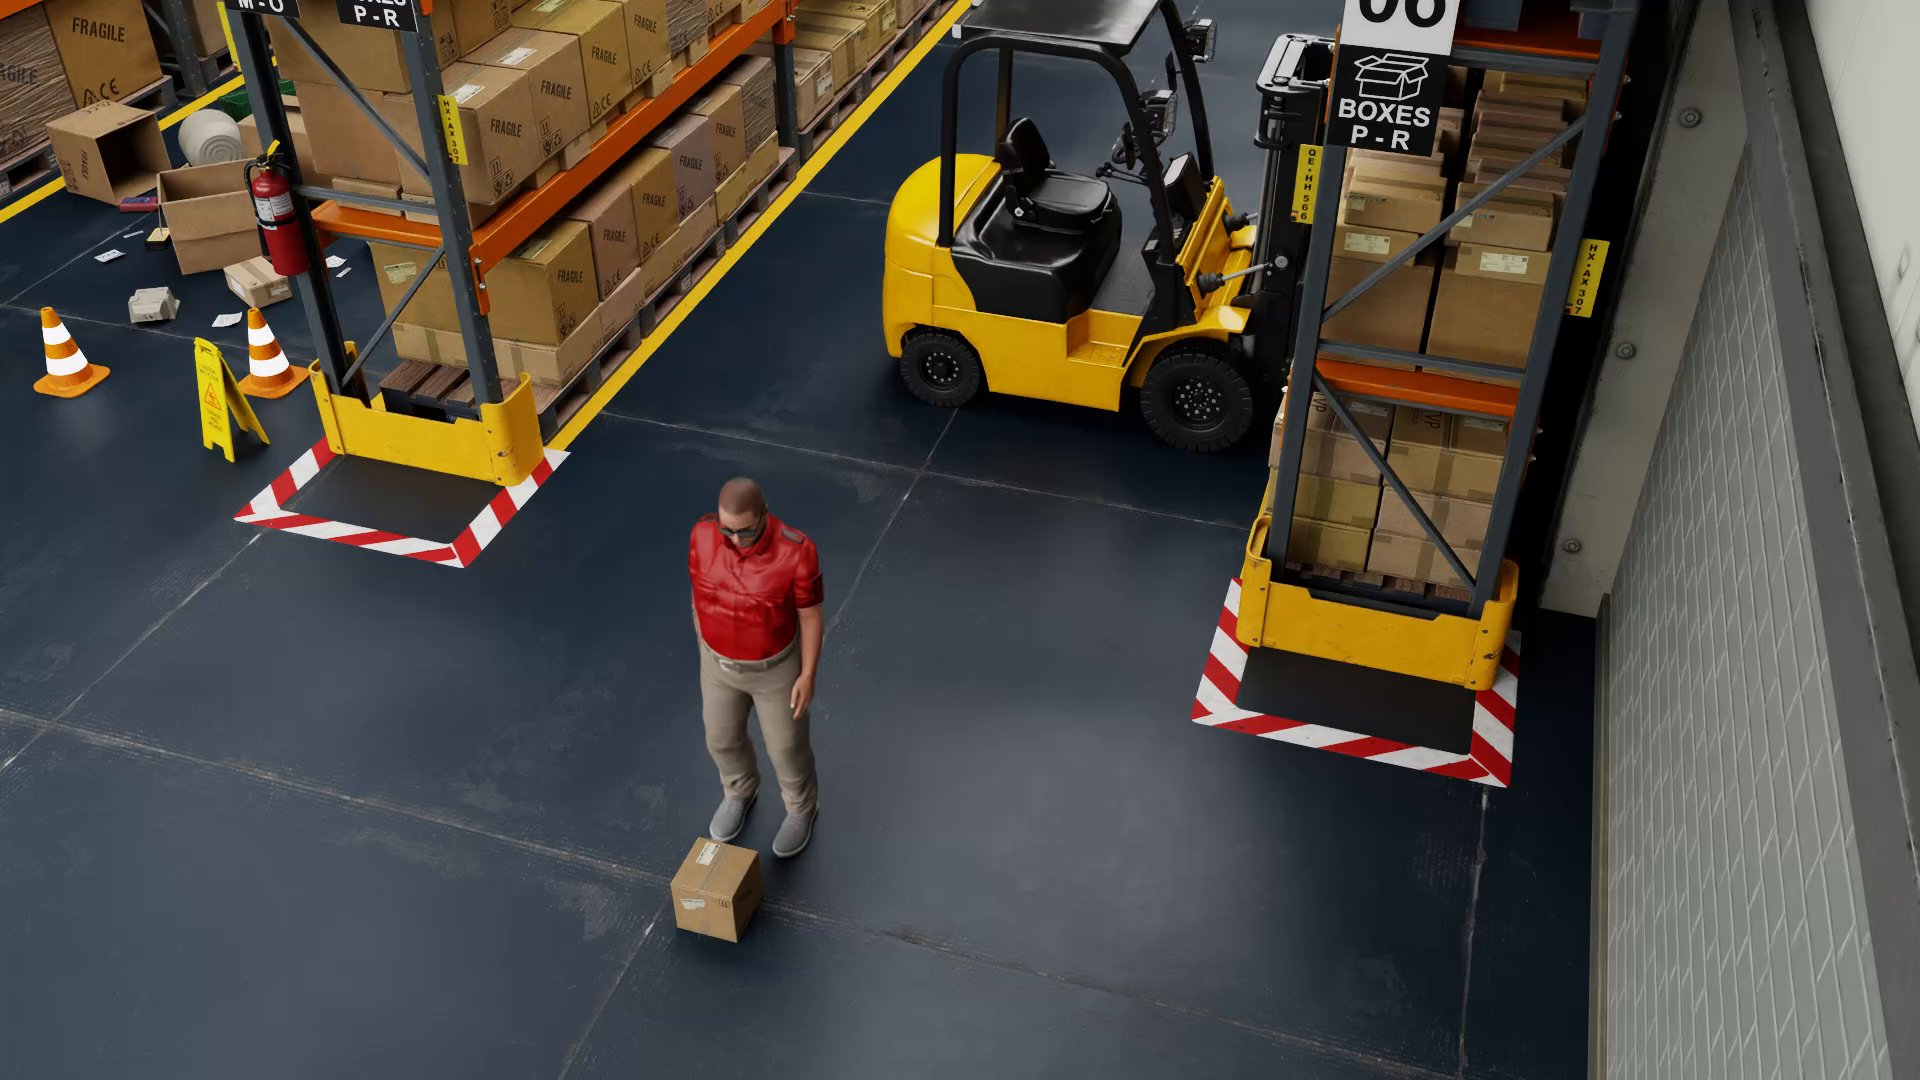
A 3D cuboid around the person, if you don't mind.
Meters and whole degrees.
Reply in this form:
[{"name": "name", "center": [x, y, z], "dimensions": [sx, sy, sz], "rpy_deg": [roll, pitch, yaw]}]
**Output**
[{"name": "person", "center": [-0.761, 0.472, 6.291], "dimensions": [0.534, 1.717, 0.357], "rpy_deg": [11, 38, 15]}]
